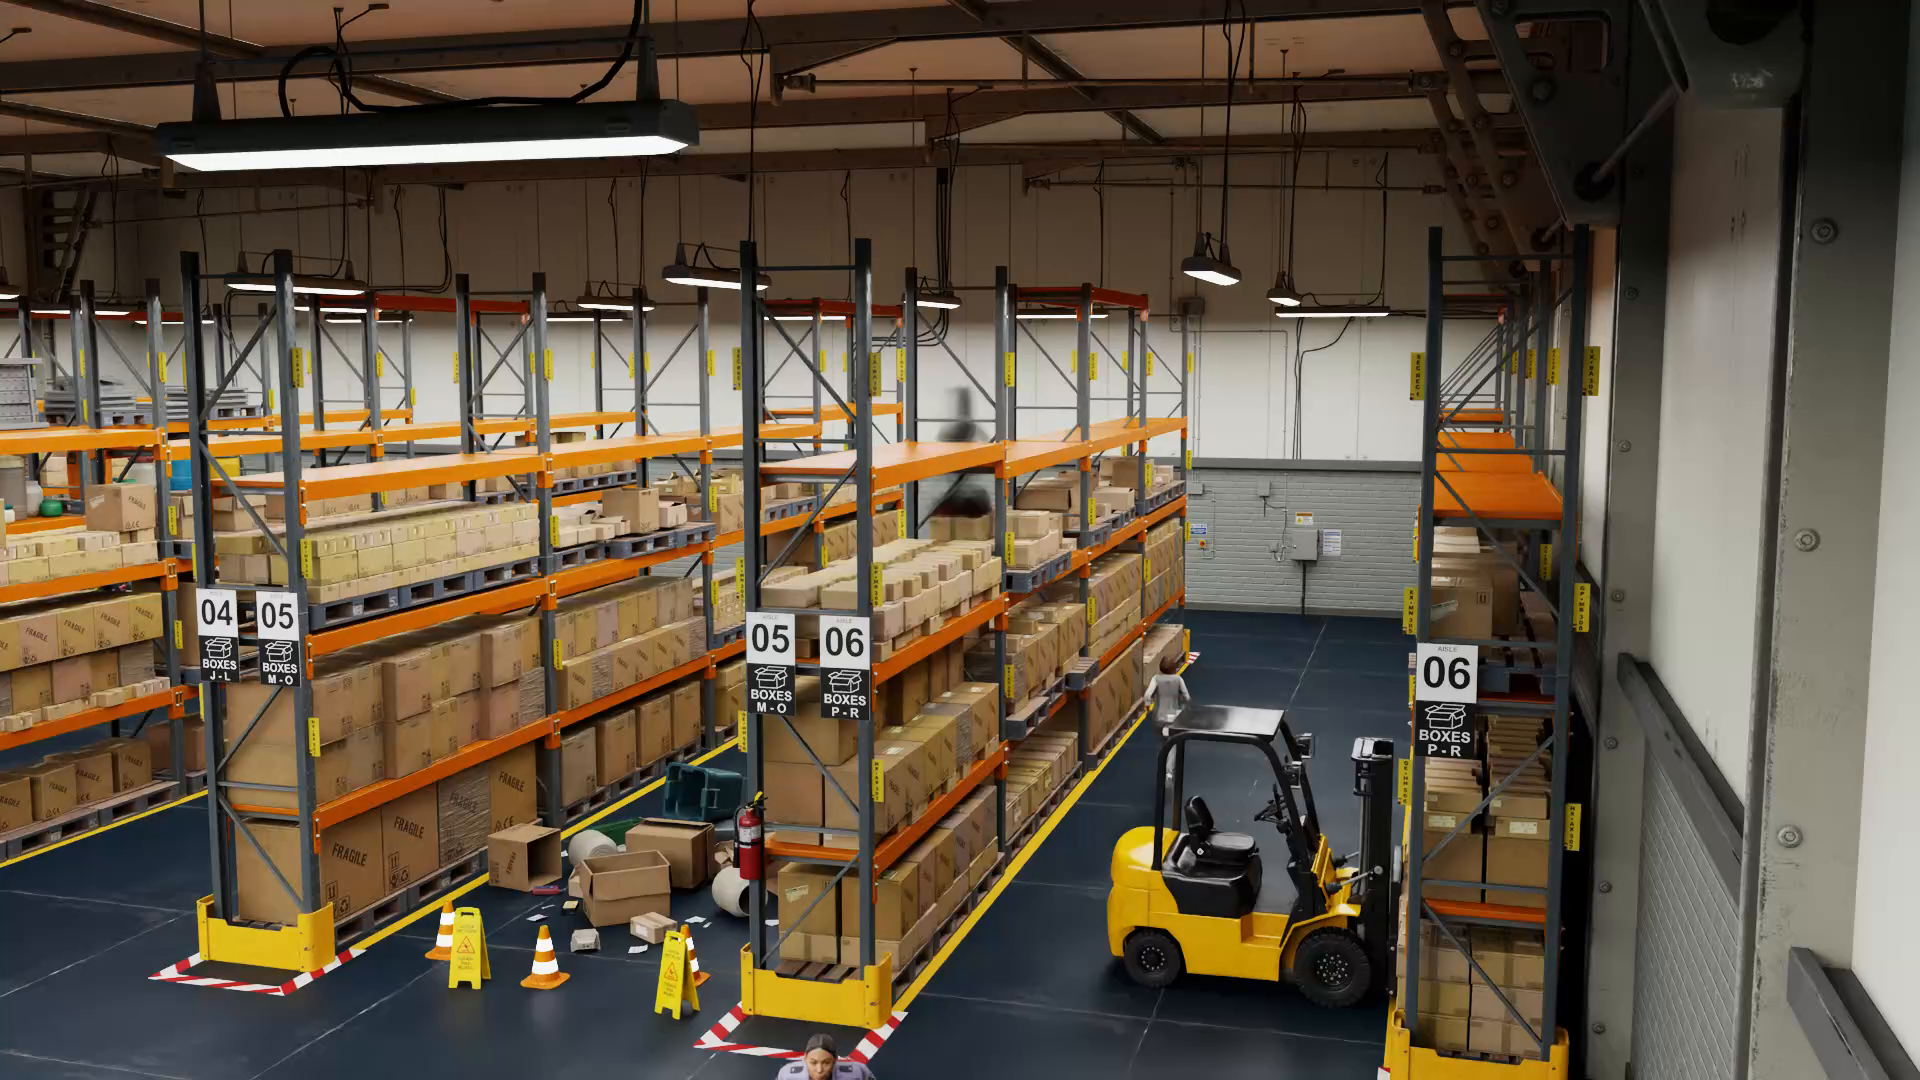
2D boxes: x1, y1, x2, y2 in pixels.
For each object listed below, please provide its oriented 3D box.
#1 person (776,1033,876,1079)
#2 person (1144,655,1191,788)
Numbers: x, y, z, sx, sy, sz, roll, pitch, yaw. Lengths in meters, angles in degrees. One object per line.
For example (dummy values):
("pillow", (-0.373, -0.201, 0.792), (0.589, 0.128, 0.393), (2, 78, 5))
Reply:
("person", (-0.733, 3.386, 9.231), (0.610, 1.609, 0.876), (0, 6, -4))
("person", (2.449, 2.154, 19.676), (0.537, 1.586, 0.874), (1, 6, 10))
